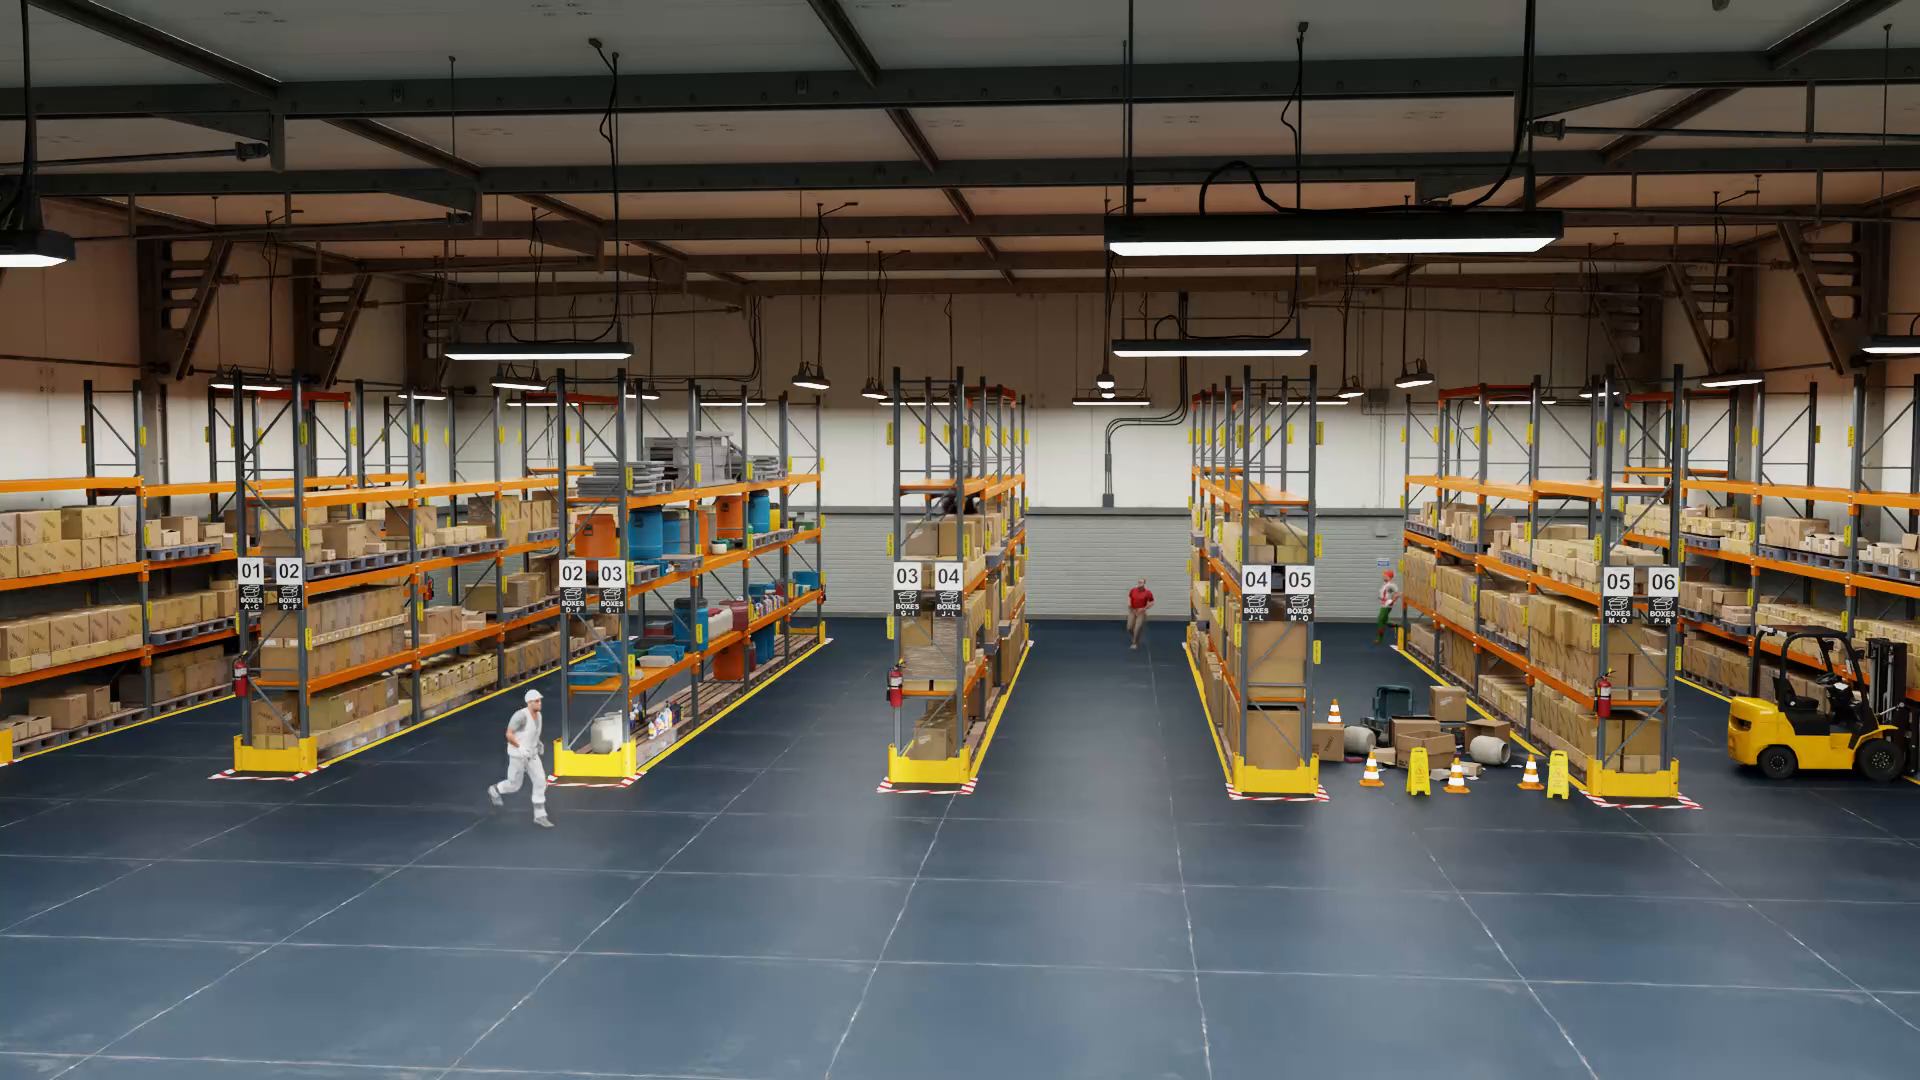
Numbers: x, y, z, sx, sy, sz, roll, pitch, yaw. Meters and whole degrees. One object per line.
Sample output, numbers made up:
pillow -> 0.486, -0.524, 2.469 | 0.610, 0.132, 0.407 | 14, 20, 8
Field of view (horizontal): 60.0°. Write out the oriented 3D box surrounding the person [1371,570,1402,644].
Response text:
person -> 10.384, 1.623, 40.280 | 0.863, 1.771, 0.657 | 0, 4, -4

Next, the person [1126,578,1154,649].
person -> 4.255, 1.739, 39.283 | 0.667, 1.681, 0.575 | 2, 4, 26

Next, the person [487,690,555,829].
person -> -5.672, 2.802, 21.480 | 1.078, 1.772, 0.658 | 2, 4, 28
